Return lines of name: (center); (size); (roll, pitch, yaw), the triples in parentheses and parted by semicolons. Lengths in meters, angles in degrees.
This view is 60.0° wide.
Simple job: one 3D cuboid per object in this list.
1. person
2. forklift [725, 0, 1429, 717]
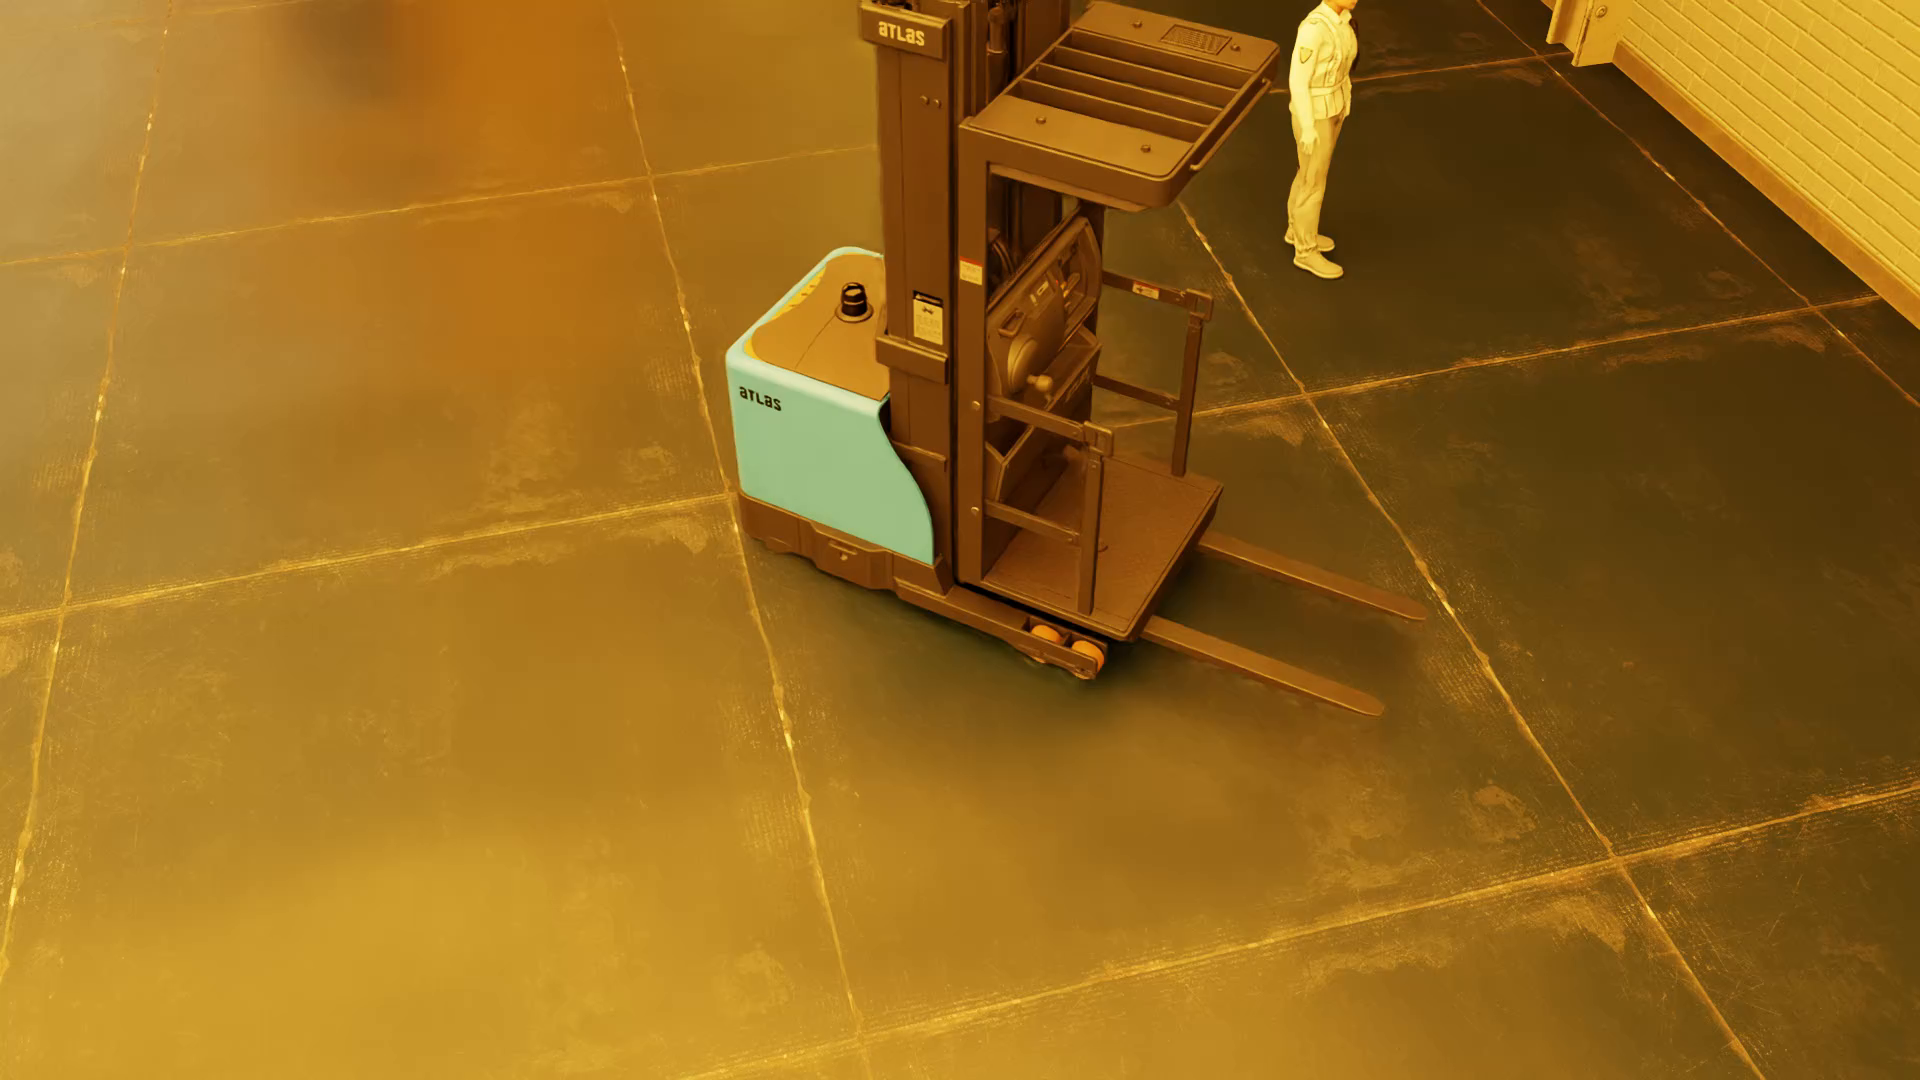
person: (2.018, -2.293, 8.972); (0.509, 1.697, 0.601); (21, 47, 20)
forklift: (0.523, -0.889, 6.585); (3.031, 2.935, 1.130); (20, 47, 20)
